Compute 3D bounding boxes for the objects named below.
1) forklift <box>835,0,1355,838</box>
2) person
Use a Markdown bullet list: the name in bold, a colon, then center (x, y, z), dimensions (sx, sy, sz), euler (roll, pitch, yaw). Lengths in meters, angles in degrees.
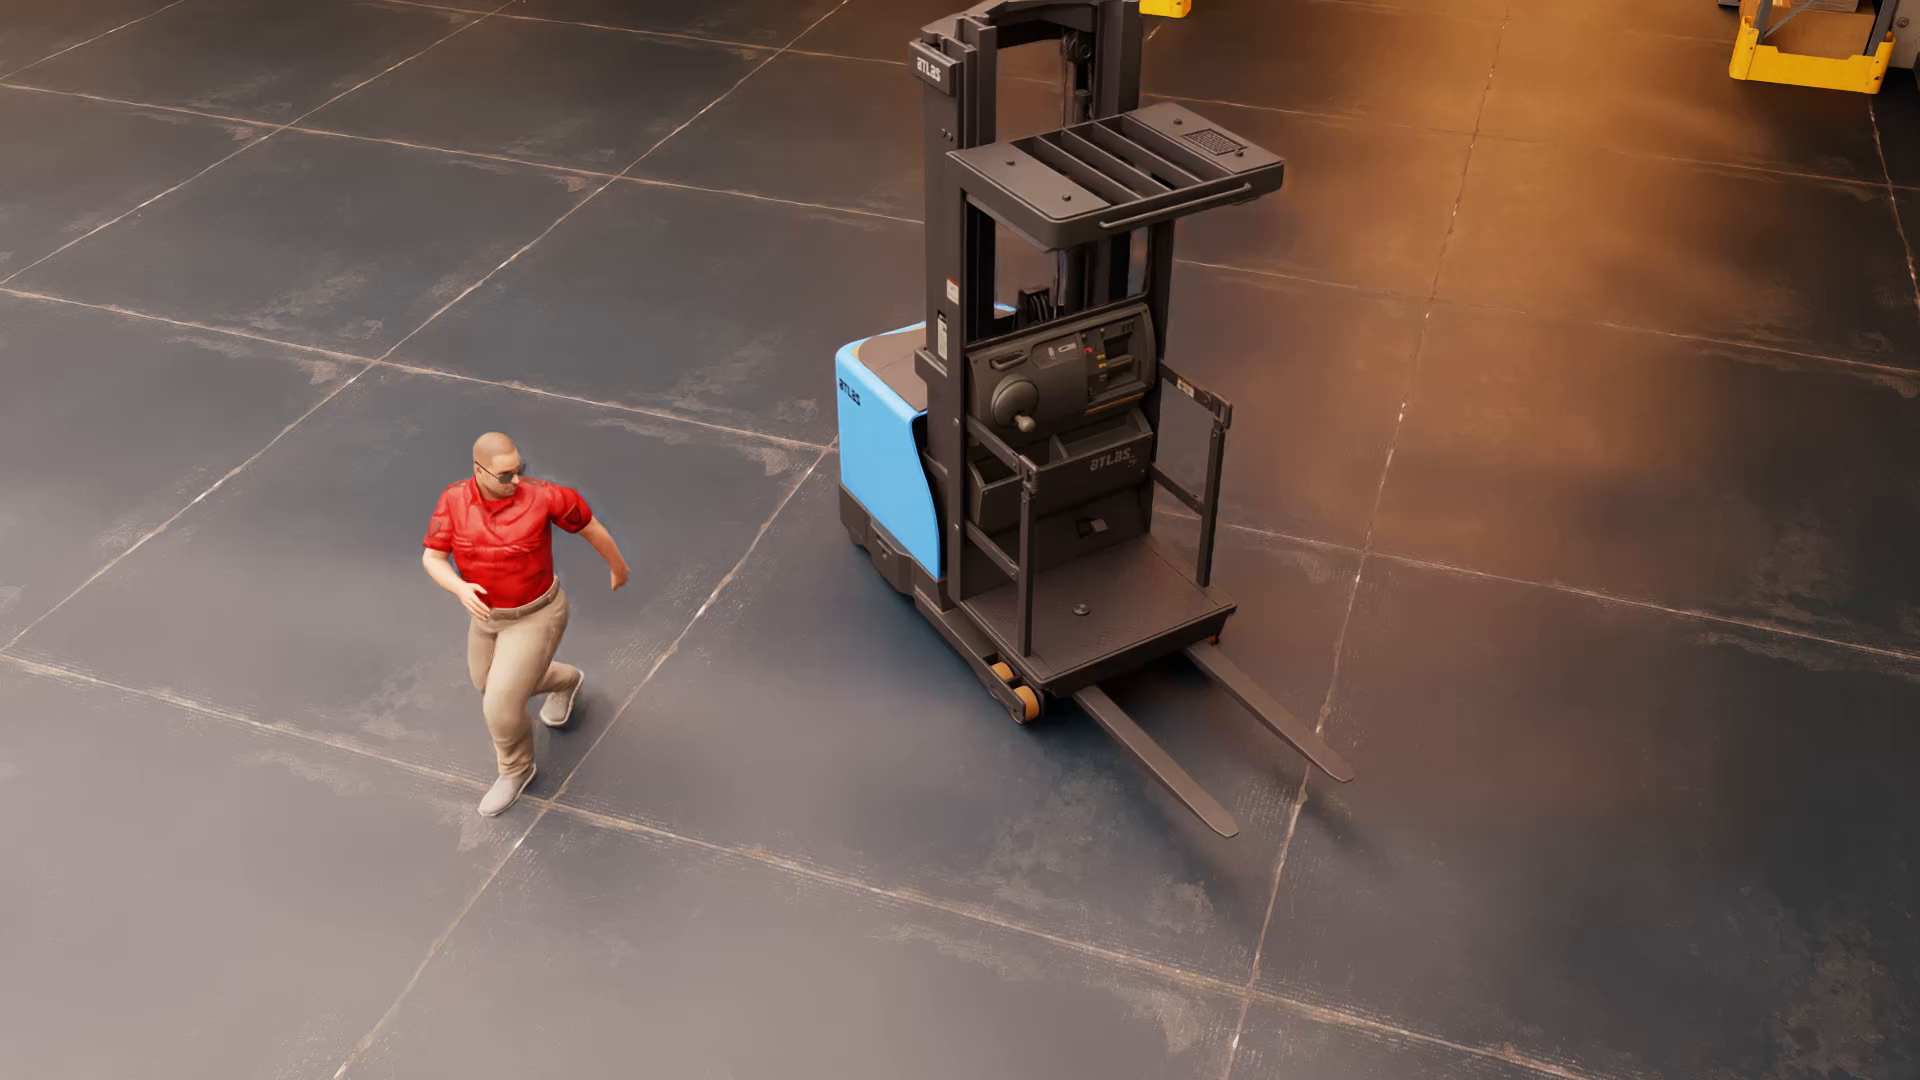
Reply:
- **forklift**: center (0.566, -0.681, 7.072), dimensions (1.130, 2.935, 3.031), euler (-19, 40, -25)
- **person**: center (-1.826, 0.274, 6.870), dimensions (0.583, 1.648, 0.886), euler (16, 38, 21)
